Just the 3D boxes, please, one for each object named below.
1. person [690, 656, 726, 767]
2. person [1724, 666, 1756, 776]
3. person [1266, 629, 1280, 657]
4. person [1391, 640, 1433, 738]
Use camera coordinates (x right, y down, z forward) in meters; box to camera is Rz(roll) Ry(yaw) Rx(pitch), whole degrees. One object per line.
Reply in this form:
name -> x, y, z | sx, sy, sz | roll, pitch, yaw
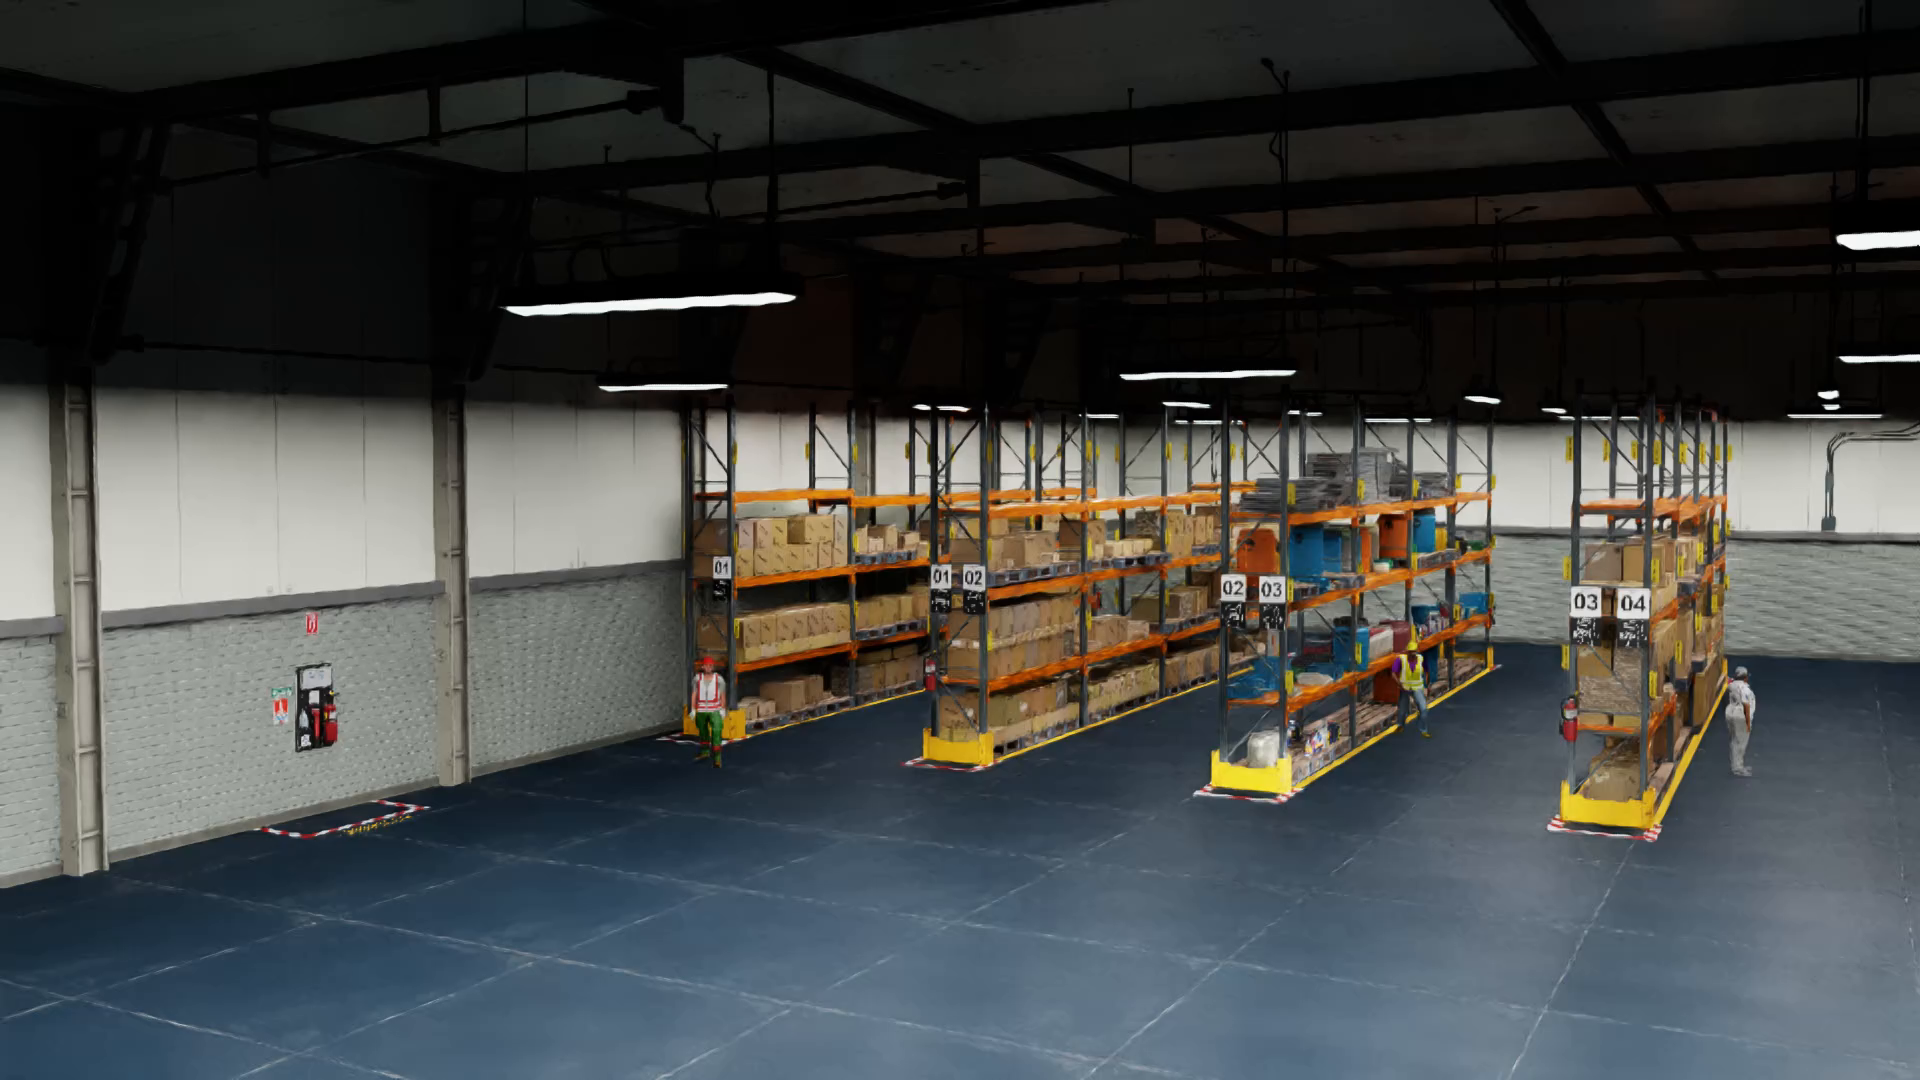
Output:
person -> -4.030, 2.725, 26.596 | 0.578, 1.760, 0.946 | 0, 3, 3
person -> 12.171, 2.798, 25.891 | 0.452, 1.667, 0.527 | 0, 3, 0
person -> 6.621, 2.307, 34.964 | 0.457, 1.675, 0.532 | 0, 3, 5
person -> 7.943, 2.605, 29.291 | 0.708, 1.703, 0.843 | 1, 3, 11
